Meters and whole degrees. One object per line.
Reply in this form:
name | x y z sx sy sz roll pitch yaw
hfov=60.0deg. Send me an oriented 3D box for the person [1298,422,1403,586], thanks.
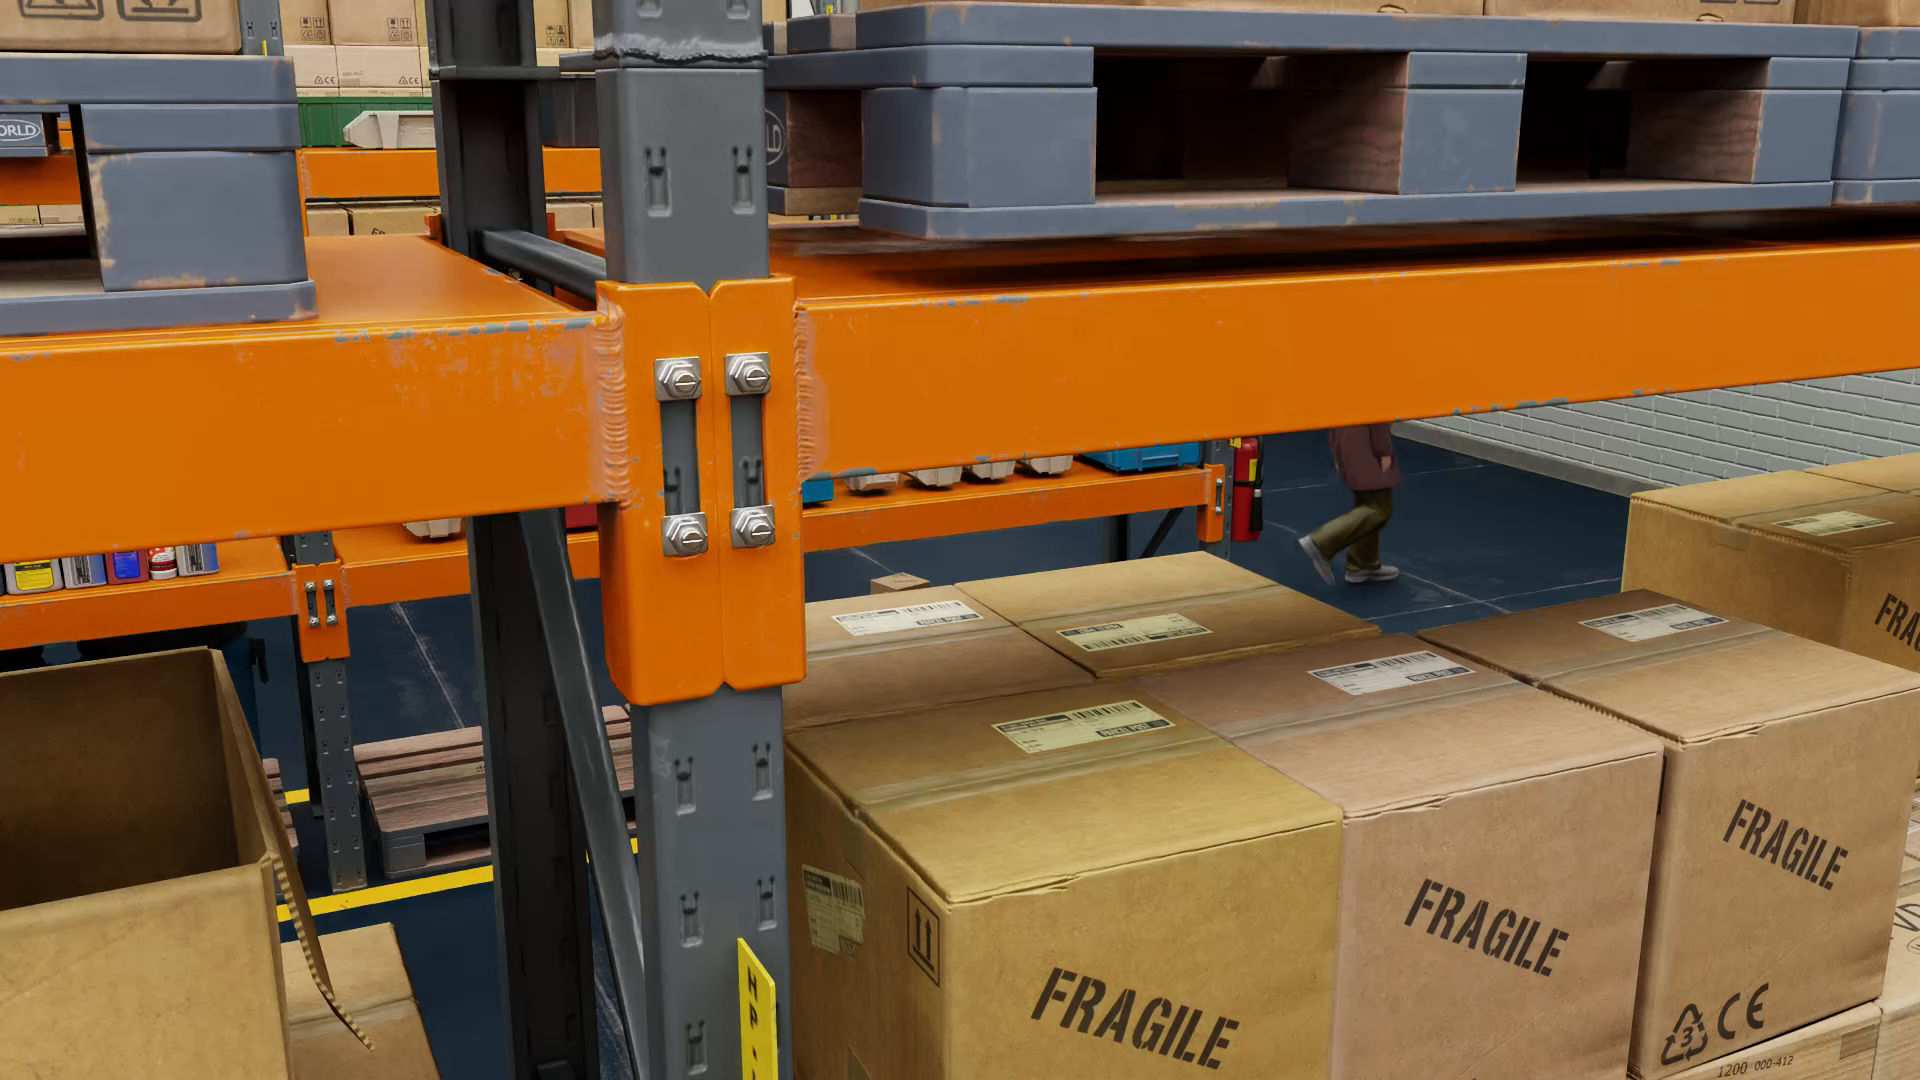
person | 2.442 -0.566 10.252 0.778 1.756 0.563 -4 15 -14
